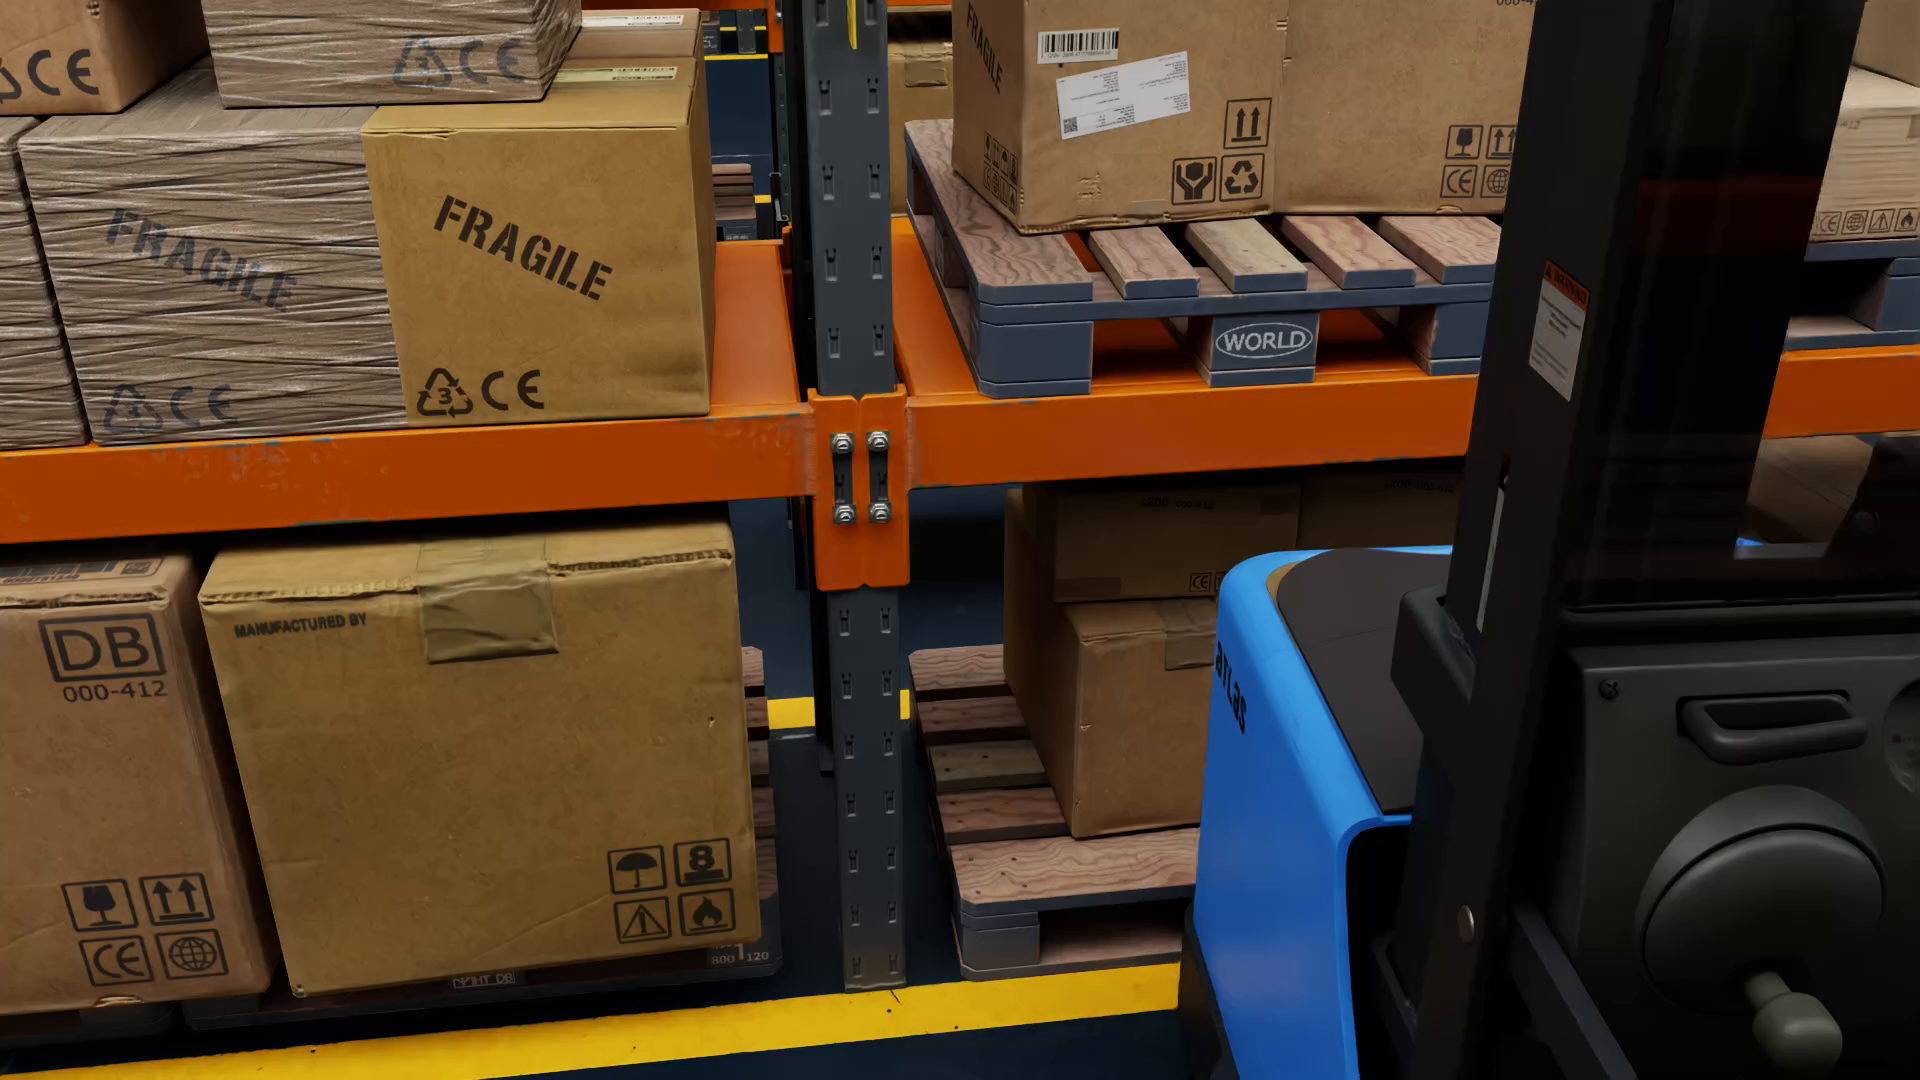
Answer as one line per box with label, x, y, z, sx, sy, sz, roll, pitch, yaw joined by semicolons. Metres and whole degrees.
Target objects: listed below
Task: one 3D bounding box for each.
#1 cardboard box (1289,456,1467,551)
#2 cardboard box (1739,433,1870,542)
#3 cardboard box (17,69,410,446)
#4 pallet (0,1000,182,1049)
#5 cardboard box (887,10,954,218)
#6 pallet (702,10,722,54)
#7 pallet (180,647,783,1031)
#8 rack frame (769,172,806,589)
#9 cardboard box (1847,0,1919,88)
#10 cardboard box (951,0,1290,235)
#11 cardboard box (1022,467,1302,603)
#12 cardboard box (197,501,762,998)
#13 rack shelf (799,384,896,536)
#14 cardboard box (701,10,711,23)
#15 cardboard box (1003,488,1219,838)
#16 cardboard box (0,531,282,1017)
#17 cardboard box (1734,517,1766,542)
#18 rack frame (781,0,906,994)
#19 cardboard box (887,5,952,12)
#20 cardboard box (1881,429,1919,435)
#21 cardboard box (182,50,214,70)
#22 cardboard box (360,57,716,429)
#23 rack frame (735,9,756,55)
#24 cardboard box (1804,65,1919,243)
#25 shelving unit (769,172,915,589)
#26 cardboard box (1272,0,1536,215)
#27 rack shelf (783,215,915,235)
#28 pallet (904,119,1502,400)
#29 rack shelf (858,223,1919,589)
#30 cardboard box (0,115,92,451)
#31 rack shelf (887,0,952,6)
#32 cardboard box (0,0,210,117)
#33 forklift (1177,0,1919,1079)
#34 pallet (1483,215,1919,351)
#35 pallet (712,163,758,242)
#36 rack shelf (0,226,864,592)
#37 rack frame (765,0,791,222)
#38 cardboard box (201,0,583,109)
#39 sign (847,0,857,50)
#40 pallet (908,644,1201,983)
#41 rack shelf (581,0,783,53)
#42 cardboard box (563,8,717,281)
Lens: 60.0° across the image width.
cardboard box;0.940;-0.141;3.673;0.500;0.250;0.500;-1;27;-1
cardboard box;2.078;0.120;3.986;0.500;0.500;0.700;-6;28;-12
cardboard box;-1.192;-0.501;2.831;0.500;0.500;0.500;-4;27;-8
pallet;-2.240;0.704;3.647;1.213;0.211;1.003;-4;27;-7
cardboard box;-0.219;-2.061;7.986;0.750;0.750;1.050;-4;27;-8
pallet;-2.415;-3.852;12.526;1.213;0.211;1.003;-4;27;-7
pallet;-1.034;0.628;3.795;1.213;0.211;1.003;-4;27;-7
rack frame;-0.510;-0.468;4.929;0.032;1.125;0.500;-4;27;-7
cardboard box;2.014;-0.964;3.270;0.637;0.503;0.797;-1;27;-2
cardboard box;0.286;-0.913;3.173;0.500;0.500;0.500;-7;28;-13
cardboard box;0.416;-0.102;3.598;0.500;0.250;0.500;-3;27;-5
cardboard box;-0.929;0.164;3.512;0.875;0.875;1.225;-5;28;-10
rack shelf;-0.007;-0.282;5.104;1.000;0.278;0.538;-4;27;-7
cardboard box;-2.319;-4.344;12.298;0.875;0.875;0.875;-4;27;-8
cardboard box;0.417;0.236;3.761;0.500;0.500;0.700;-5;28;-10
cardboard box;-1.813;0.217;3.408;0.875;0.875;1.225;-4;27;-7
cardboard box;1.525;0.156;3.917;0.500;0.500;0.700;-1;27;-3
rack frame;-0.243;-0.629;3.190;0.127;3.000;1.000;-4;27;-7
cardboard box;-0.333;-4.208;12.585;0.625;0.372;0.950;-4;27;-8
cardboard box;2.632;0.084;4.056;0.500;0.500;0.700;-4;27;-7
cardboard box;-1.273;-0.732;3.280;0.500;0.500;0.500;-4;27;-9
cardboard box;-0.697;-0.530;2.887;0.500;0.500;0.500;-3;27;-6
rack frame;-1.624;-5.109;11.921;0.127;3.000;1.000;-4;27;-7
cardboard box;1.449;-0.752;3.133;0.500;0.250;0.500;-4;27;-9
shelving unit;-0.007;-0.500;4.992;1.048;1.125;0.538;-4;27;-7
cardboard box;0.825;-0.993;3.330;0.500;0.500;0.700;0;27;1
rack shelf;-0.007;-0.760;4.859;1.000;0.278;0.538;-4;27;-7
pallet;0.448;-0.637;3.416;1.003;0.211;1.213;-4;27;-7
rack shelf;1.737;-0.436;3.602;4.000;0.370;1.077;-4;27;-7
cardboard box;-1.706;-0.466;2.764;0.500;0.500;0.500;-5;28;-9
rack shelf;1.146;-2.685;7.984;4.000;0.370;1.077;-4;27;-7
cardboard box;-1.615;-1.040;2.783;0.637;0.503;0.797;-3;27;-6
forklift;1.061;0.323;1.409;1.130;2.935;3.031;-2;27;-4
pallet;1.711;-0.688;3.515;1.213;0.211;1.003;-4;27;-7
pallet;-1.608;-1.588;8.113;1.213;0.211;1.003;-4;27;-7
rack shelf;-2.224;-0.181;3.106;4.000;0.370;1.077;-4;27;-7
rack frame;-0.834;-2.877;7.572;0.127;3.000;1.000;-4;27;-7
cardboard box;-0.969;-1.080;2.861;0.637;0.503;0.797;-3;27;-5
sign;-0.163;-0.893;2.437;0.005;0.325;0.100;-4;27;-7
pallet;0.531;0.563;3.922;1.213;0.211;1.003;-4;27;-7
rack shelf;-2.815;-2.430;7.488;4.000;0.370;1.077;-4;27;-7
cardboard box;-0.762;-0.765;3.346;0.500;0.500;0.500;-3;27;-6
